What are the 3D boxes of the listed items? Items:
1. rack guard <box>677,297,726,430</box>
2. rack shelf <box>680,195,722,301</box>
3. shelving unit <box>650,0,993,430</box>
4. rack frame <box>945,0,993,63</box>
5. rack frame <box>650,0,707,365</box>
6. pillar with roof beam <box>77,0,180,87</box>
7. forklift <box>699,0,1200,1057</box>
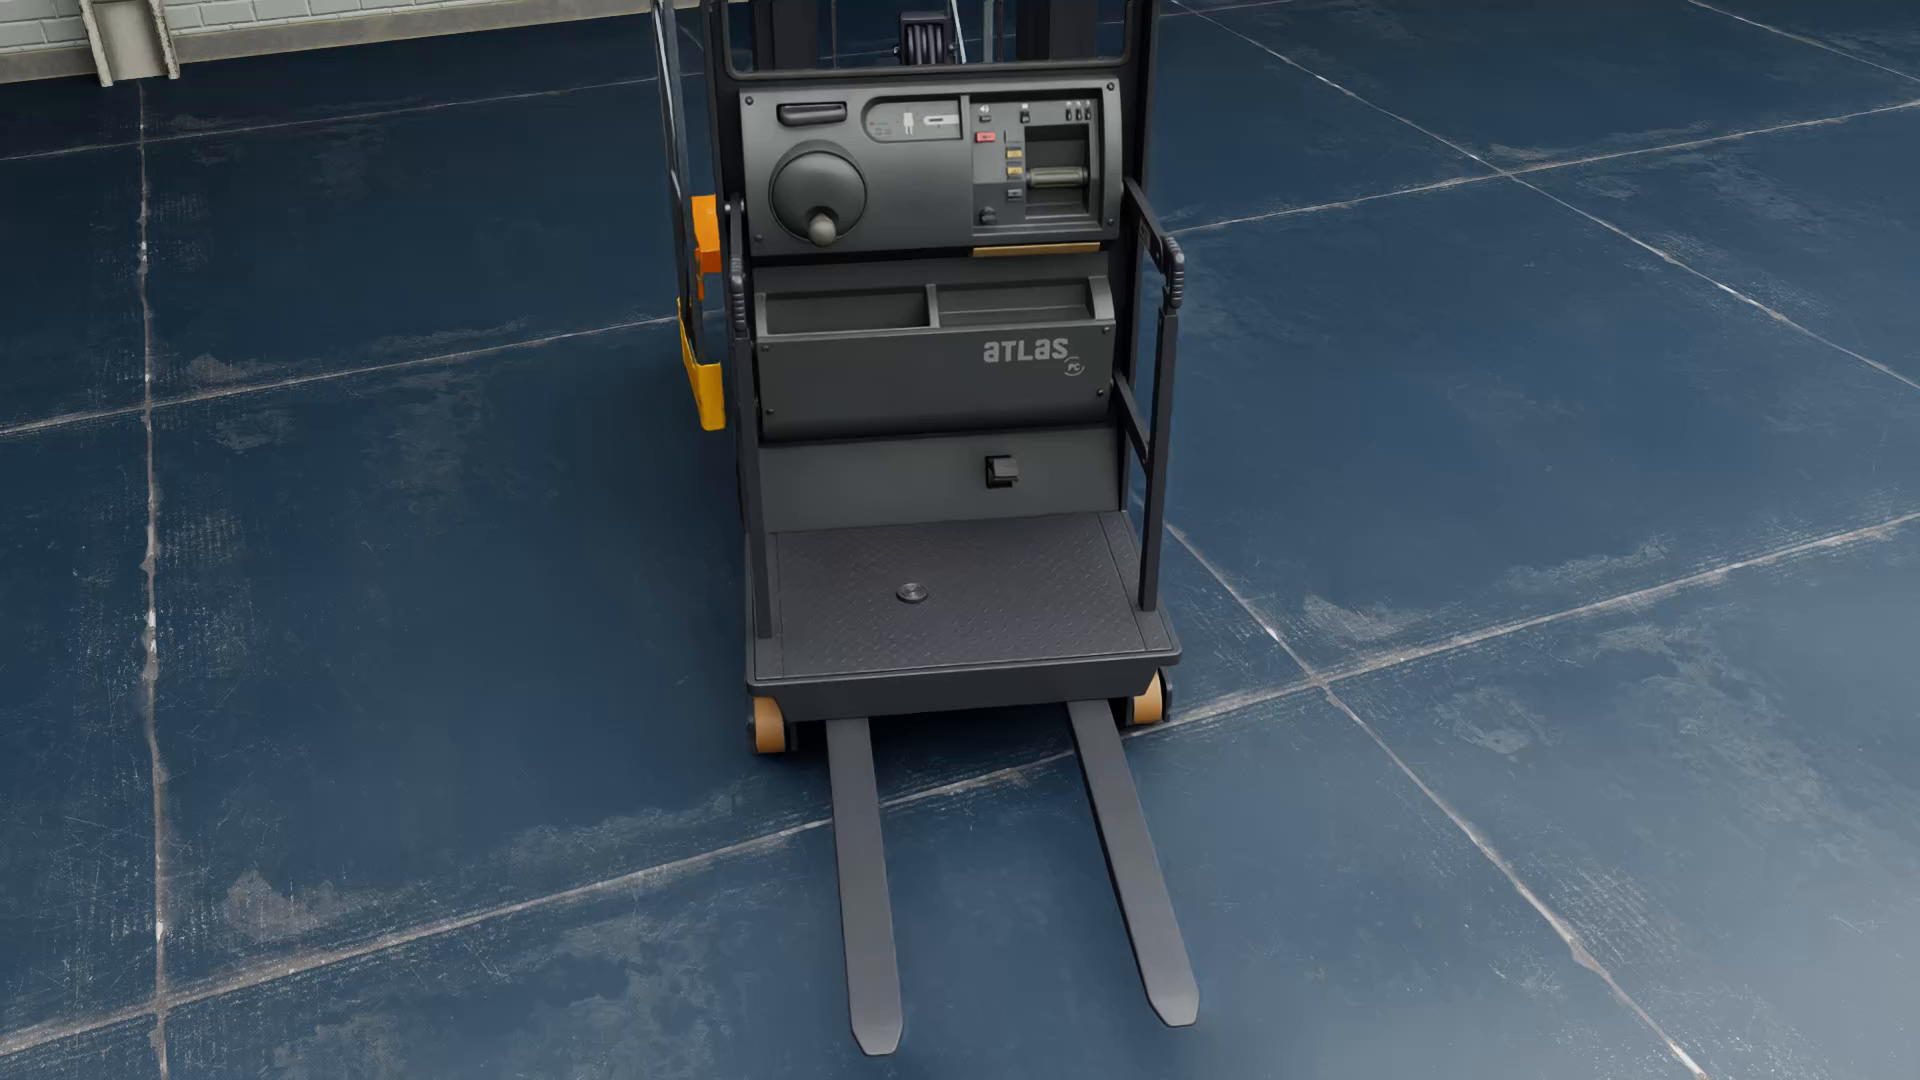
[{"bbox_3d":[-0.936,-0.649,6.018,0.087,0.250,0.587,-8,34,-13],"label":"rack guard"},{"bbox_3d":[-0.464,-1.091,5.881,1.000,0.185,0.538,-8,34,-13],"label":"rack shelf"},{"bbox_3d":[-0.455,-1.243,5.785,1.083,1.500,0.587,-8,34,-13],"label":"shelving unit"},{"bbox_3d":[0.027,-1.313,5.893,0.032,1.500,0.500,-8,34,-13],"label":"rack frame"},{"bbox_3d":[-0.955,-1.170,5.673,0.032,1.500,0.500,-8,34,-13],"label":"rack frame"},{"bbox_3d":[-2.875,-4.189,3.437,0.400,9.000,9.100,-13,35,-19],"label":"pillar with roof beam"},{"bbox_3d":[-0.037,-0.866,3.894,1.130,2.935,3.031,-4,33,-6],"label":"forklift"}]
